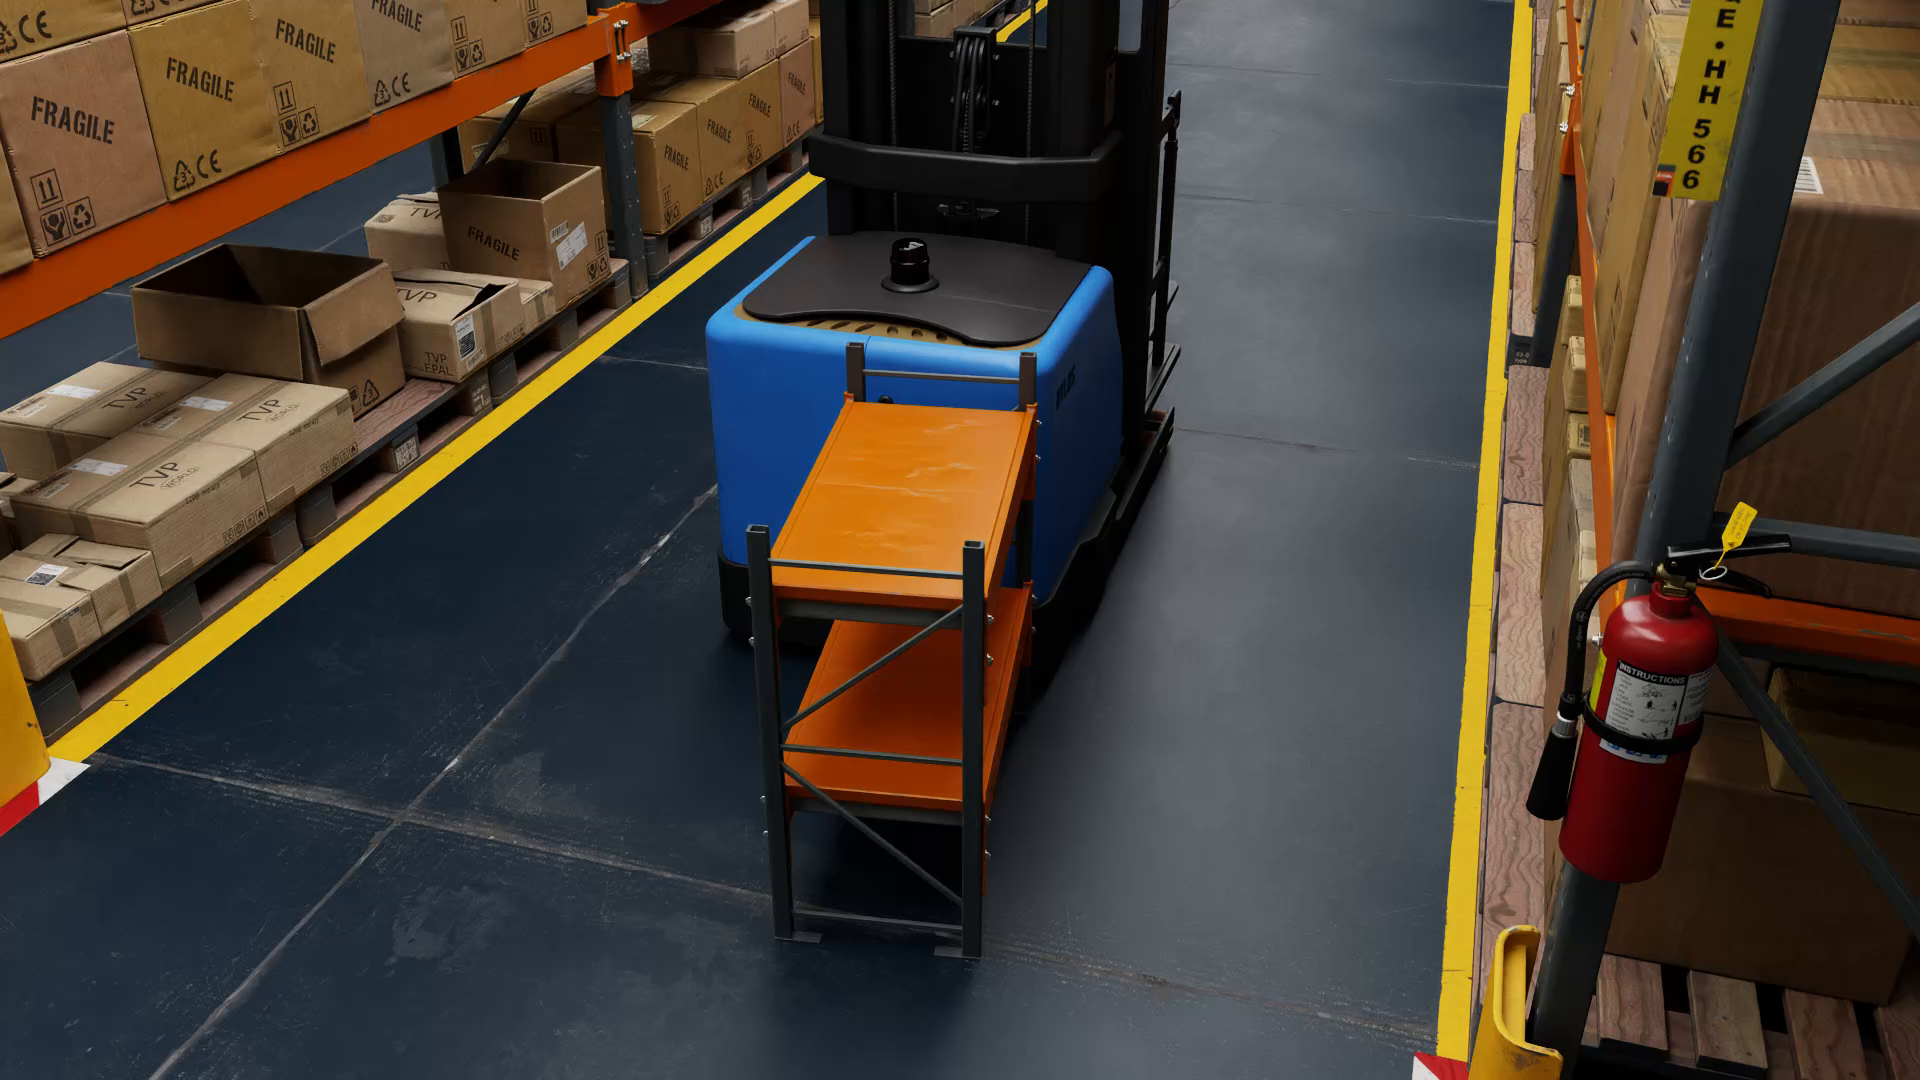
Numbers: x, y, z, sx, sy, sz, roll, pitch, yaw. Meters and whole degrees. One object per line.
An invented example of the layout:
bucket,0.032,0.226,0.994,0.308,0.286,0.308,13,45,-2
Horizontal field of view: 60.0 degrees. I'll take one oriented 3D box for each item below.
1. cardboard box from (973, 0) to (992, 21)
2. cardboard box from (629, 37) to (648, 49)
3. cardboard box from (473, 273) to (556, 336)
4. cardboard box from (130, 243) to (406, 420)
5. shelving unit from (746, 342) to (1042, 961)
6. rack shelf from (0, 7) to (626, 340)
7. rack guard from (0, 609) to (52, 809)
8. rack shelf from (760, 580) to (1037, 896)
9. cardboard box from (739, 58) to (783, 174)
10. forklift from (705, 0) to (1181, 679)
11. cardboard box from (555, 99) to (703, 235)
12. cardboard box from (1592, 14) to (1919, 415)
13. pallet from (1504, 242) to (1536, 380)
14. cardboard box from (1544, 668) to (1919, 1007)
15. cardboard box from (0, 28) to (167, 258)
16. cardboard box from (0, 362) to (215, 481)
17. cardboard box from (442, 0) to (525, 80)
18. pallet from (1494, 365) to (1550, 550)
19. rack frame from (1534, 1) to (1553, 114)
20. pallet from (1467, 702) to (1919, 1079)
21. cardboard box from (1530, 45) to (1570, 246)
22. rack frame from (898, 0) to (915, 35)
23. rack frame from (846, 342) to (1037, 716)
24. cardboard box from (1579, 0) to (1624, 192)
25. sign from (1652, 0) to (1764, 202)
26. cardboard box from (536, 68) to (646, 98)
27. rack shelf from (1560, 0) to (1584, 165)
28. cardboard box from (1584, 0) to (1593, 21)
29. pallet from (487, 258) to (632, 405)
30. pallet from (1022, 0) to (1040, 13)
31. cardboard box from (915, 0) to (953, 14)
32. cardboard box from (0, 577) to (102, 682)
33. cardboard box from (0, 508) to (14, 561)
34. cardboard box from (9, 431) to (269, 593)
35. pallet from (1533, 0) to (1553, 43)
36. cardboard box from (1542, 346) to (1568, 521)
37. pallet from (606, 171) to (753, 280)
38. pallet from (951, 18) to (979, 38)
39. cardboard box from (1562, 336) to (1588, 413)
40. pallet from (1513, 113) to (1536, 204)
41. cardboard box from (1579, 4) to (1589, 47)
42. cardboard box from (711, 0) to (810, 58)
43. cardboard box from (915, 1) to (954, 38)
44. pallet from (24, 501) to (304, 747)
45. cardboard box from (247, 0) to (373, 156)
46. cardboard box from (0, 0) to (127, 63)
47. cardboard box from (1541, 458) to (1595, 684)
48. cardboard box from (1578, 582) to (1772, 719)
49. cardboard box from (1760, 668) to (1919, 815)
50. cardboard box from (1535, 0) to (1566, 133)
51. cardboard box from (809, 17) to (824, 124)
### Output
cardboard box,-0.062,-4.040,12.324,0.500,0.250,0.500,8,30,14
cardboard box,-1.645,-2.590,9.439,0.500,0.500,0.500,7,30,13
cardboard box,-1.913,-0.980,6.906,0.380,0.149,0.250,8,30,15
cardboard box,-2.510,-0.749,6.127,0.797,0.503,0.637,8,30,15
shelving unit,-0.124,0.239,4.163,0.538,1.125,1.048,4,29,7
rack shelf,-2.551,-1.278,5.702,1.077,0.370,4.000,8,30,15
rack guard,-3.116,0.394,4.527,1.175,0.500,0.348,8,30,15
rack shelf,-0.124,0.453,4.282,0.538,0.278,1.000,4,29,7
cardboard box,-1.289,-2.292,8.904,0.500,0.500,0.500,9,30,15
forklift,0.187,-1.573,5.563,1.130,2.935,3.031,9,30,15
cardboard box,-1.589,-1.812,8.040,0.500,0.500,0.500,7,30,13
cardboard box,1.942,-0.667,3.555,0.980,0.700,0.700,8,30,14
pallet,2.927,-0.967,7.272,1.003,0.211,1.213,8,30,15
cardboard box,1.709,0.612,3.704,0.700,0.500,0.500,8,30,15
cardboard box,-2.609,-1.116,4.567,0.500,0.500,0.500,8,30,14
cardboard box,-2.906,-0.379,5.721,0.500,0.250,0.500,8,30,15
cardboard box,-2.015,-2.057,6.259,0.500,0.500,0.500,9,30,16
pallet,2.475,-0.256,5.993,1.003,0.211,1.213,8,30,15
rack frame,3.947,-3.676,9.272,1.000,3.000,0.127,8,30,15
pallet,1.759,0.878,3.954,1.003,0.211,1.213,8,30,15
cardboard box,3.097,-1.795,7.670,0.750,0.750,0.750,9,30,16
rack frame,-0.790,-4.381,10.539,1.000,3.000,0.127,8,30,15
rack frame,-0.050,-0.005,4.602,0.500,1.125,0.032,4,29,7
cardboard box,2.379,-1.360,4.800,0.980,0.700,0.700,8,30,14
sign,1.084,-0.651,2.400,0.100,0.325,0.005,8,30,15
cardboard box,-1.940,-2.120,8.595,0.500,0.500,0.500,9,30,15
rack shelf,3.360,-2.432,7.776,1.077,0.370,4.000,8,30,15
cardboard box,2.667,-2.250,6.279,0.500,0.500,0.500,8,30,14
pallet,-2.166,-0.984,7.302,1.003,0.211,1.213,8,30,15
pallet,0.205,-4.673,13.933,1.003,0.211,1.213,8,30,15
cardboard box,-0.355,-3.809,11.331,0.500,0.311,0.500,10,30,17
cardboard box,-2.686,0.245,4.704,0.380,0.149,0.250,8,30,15
cardboard box,-3.214,-0.051,4.874,0.500,0.500,0.500,8,30,15
cardboard box,-2.560,-0.098,5.217,0.500,0.250,0.500,8,30,15
pallet,4.894,-3.954,12.640,1.003,0.211,1.213,8,30,15
cardboard box,2.305,-0.342,5.418,0.700,0.500,0.500,8,30,14
pallet,-1.761,-1.687,8.565,1.003,0.211,1.213,8,30,15
pallet,-0.511,-3.539,11.895,1.003,0.211,1.213,8,30,15
cardboard box,2.027,-0.483,5.004,0.380,0.149,0.250,8,30,13
pallet,3.643,-2.101,9.310,1.003,0.211,1.213,8,30,15
cardboard box,2.653,-2.034,6.558,0.380,0.149,0.250,9,30,16
cardboard box,-1.149,-2.837,9.112,0.500,0.250,0.500,8,30,14
cardboard box,-0.355,-3.564,11.468,0.500,0.250,0.500,8,30,15
pallet,-2.882,0.150,5.264,1.003,0.211,1.213,8,30,15
cardboard box,-2.311,-1.581,5.403,0.500,0.500,0.500,9,30,16
cardboard box,-2.609,-1.556,4.330,0.500,0.500,0.500,9,30,15
cardboard box,2.002,0.145,4.543,0.700,0.500,0.500,8,30,13
cardboard box,1.572,0.242,3.701,0.380,0.149,0.250,8,30,14
cardboard box,1.863,0.415,3.391,0.380,0.149,0.250,9,30,15
cardboard box,3.606,-2.597,9.111,0.750,0.750,0.750,8,30,14
cardboard box,-0.992,-2.772,9.766,0.500,0.500,0.500,7,30,13
